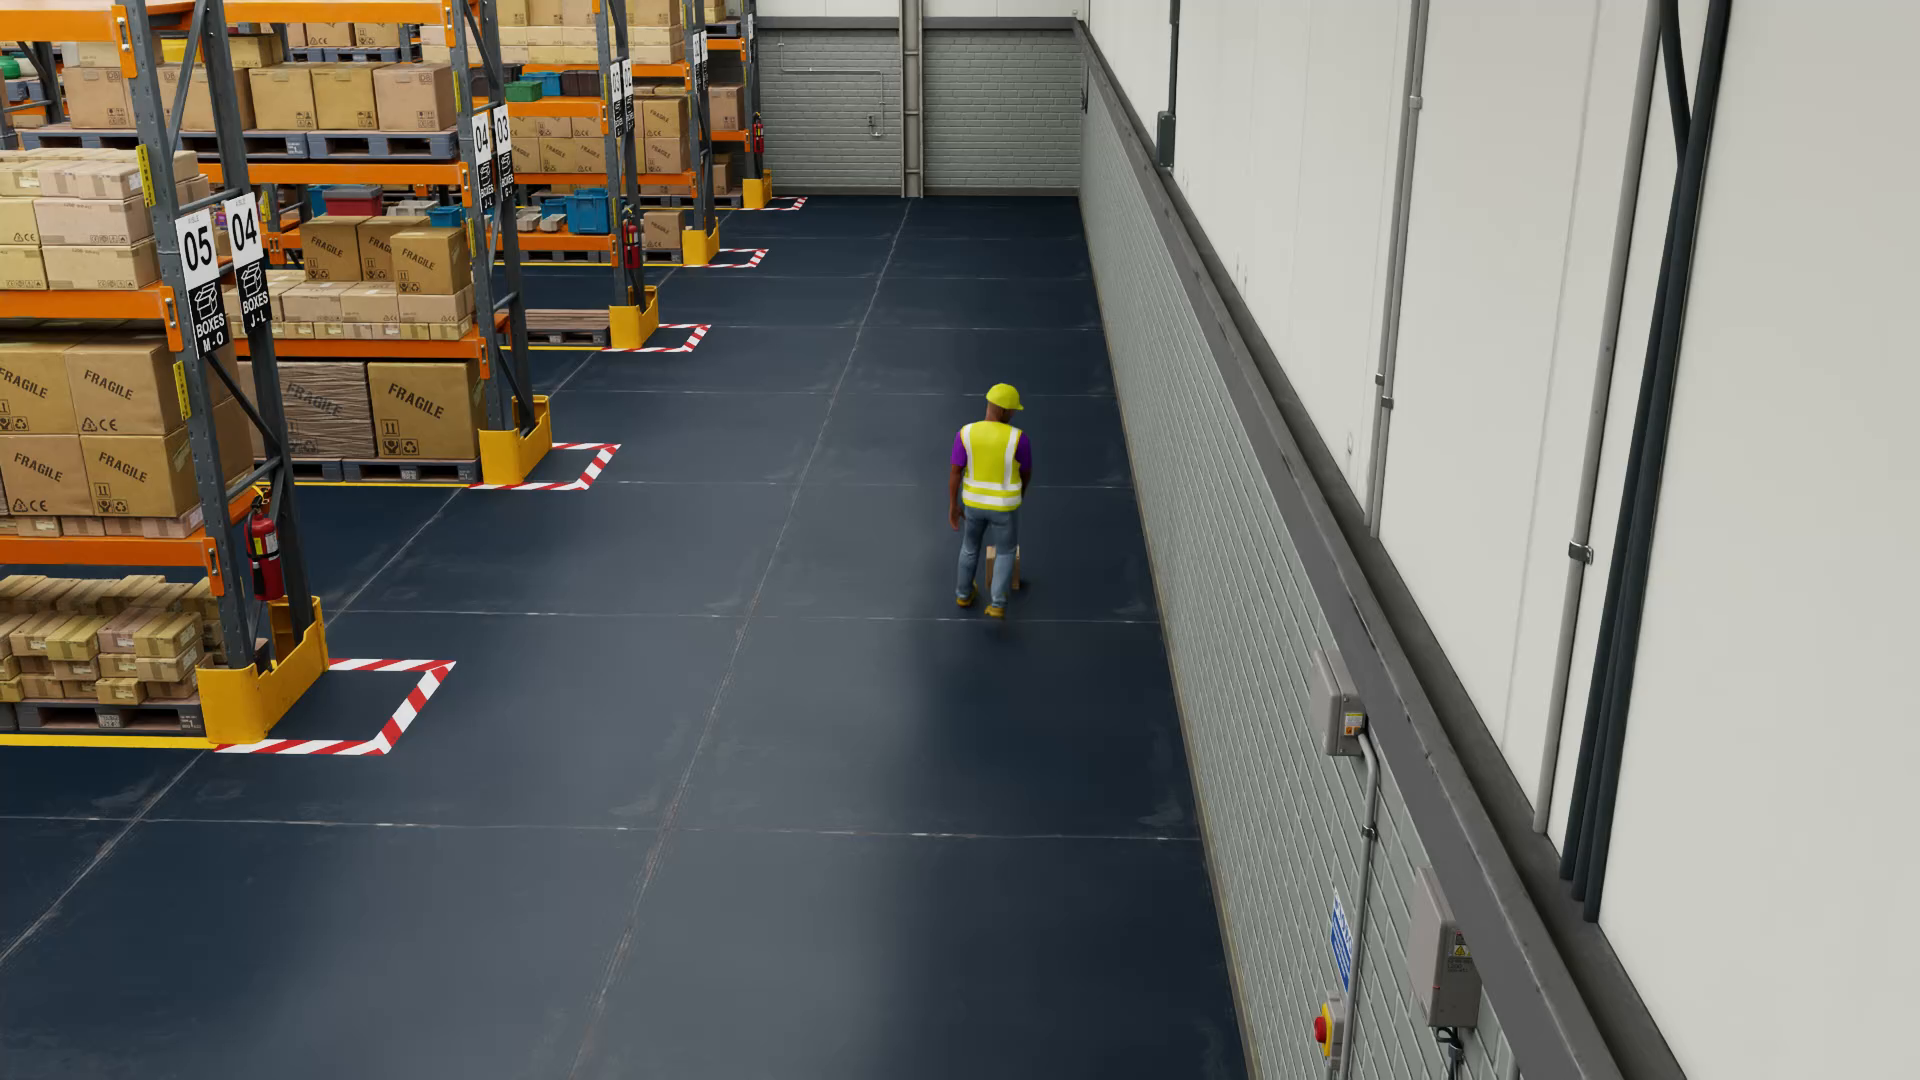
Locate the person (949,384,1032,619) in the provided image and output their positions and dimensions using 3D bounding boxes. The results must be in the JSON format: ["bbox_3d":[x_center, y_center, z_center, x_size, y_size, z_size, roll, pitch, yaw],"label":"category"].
[{"bbox_3d":[0.214,-0.268,11.759,0.586,1.730,0.792,6,21,15],"label":"person"}]
